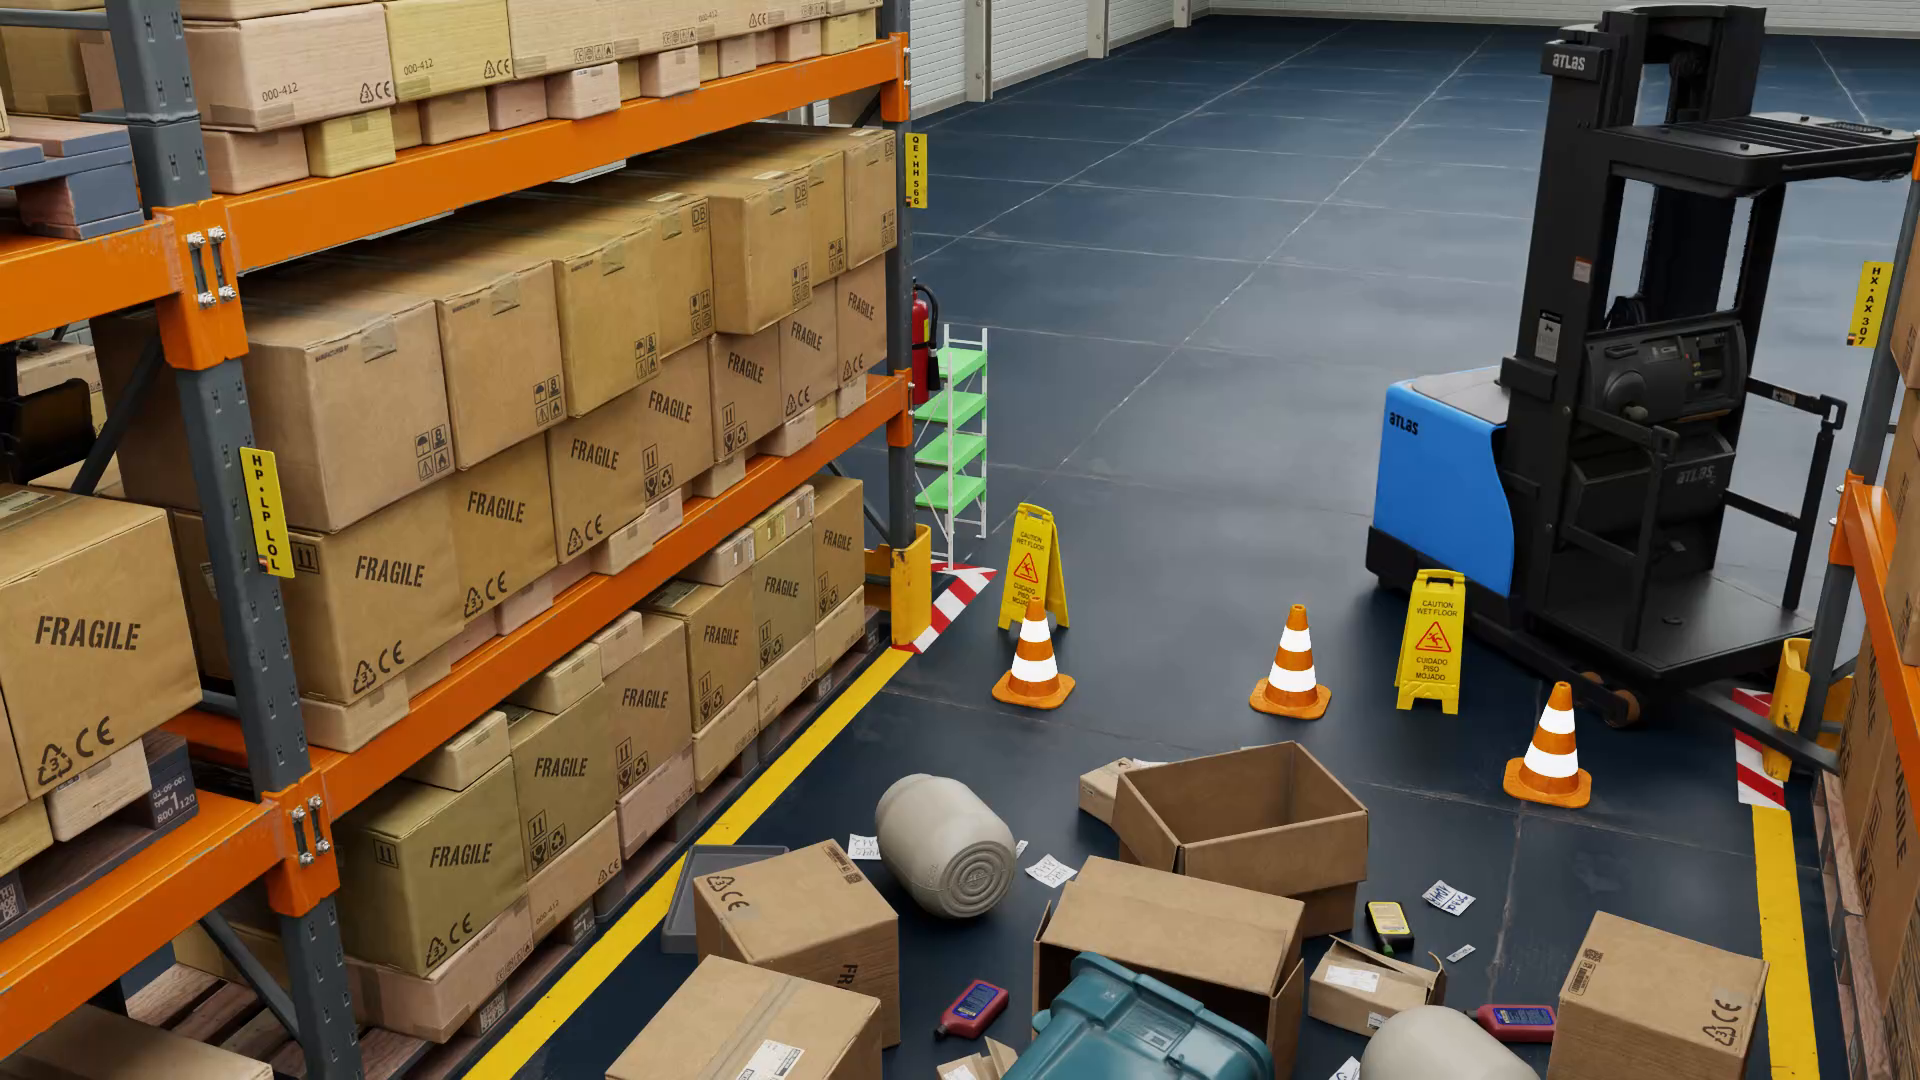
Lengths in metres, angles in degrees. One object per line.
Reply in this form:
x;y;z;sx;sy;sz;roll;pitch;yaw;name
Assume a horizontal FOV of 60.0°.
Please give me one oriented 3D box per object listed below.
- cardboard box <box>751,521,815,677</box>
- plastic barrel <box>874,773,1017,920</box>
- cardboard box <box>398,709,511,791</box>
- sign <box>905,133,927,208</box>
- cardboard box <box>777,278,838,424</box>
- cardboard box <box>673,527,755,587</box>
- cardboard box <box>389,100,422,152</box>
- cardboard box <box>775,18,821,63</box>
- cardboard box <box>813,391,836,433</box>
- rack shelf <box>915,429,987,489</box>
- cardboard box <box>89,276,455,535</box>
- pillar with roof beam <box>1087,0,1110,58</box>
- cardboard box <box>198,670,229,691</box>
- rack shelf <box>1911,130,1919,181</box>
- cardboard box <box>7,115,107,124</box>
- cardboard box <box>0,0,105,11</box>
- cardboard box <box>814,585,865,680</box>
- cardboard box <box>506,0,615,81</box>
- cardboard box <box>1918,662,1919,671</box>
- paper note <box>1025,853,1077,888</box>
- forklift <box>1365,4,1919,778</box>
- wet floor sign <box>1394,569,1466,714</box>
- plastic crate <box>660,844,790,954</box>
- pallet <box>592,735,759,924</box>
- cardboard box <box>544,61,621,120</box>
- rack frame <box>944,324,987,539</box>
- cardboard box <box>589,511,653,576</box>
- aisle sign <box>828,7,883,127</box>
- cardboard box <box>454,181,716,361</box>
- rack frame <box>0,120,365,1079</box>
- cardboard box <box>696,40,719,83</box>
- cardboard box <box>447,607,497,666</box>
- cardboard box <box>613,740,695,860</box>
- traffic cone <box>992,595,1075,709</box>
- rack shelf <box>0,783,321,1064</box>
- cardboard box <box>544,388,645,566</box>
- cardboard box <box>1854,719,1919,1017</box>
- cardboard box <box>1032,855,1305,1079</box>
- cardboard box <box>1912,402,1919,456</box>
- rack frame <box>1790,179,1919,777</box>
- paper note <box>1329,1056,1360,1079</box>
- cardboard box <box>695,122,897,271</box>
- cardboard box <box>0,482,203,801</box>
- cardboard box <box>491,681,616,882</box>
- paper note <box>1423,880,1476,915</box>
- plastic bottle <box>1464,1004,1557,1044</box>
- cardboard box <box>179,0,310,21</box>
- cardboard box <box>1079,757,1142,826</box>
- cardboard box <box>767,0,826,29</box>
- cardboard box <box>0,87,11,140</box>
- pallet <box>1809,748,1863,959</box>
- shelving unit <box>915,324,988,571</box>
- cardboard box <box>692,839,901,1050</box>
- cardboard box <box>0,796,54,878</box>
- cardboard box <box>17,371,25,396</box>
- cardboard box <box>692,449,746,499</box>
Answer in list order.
-0.947;0.201;6.927;0.500;0.500;0.500;10;25;22;cardboard box
-0.062;1.105;6.055;0.421;0.421;0.512;-12;25;-26;plastic barrel
-1.615;0.613;5.099;0.380;0.149;0.250;9;24;21;cardboard box
-0.193;-1.633;7.355;0.100;0.325;0.005;9;24;20;sign
-0.837;-0.811;6.783;0.500;0.500;0.500;9;24;20;cardboard box
-1.026;0.039;6.473;0.380;0.149;0.250;10;25;22;cardboard box
-1.704;-1.143;4.528;0.380;0.149;0.250;9;24;20;cardboard box
-0.766;-1.956;6.475;0.380;0.149;0.250;10;25;22;cardboard box
-0.747;-0.564;7.034;0.380;0.149;0.250;8;24;19;cardboard box
-0.061;-0.436;8.902;0.258;0.148;0.480;9;24;20;rack shelf
-1.822;-0.379;4.453;0.700;0.500;0.500;9;24;20;cardboard box
6.506;-12.369;27.186;9.100;9.000;0.400;9;24;20;pillar with roof beam
-2.350;0.349;4.848;0.380;0.149;0.250;9;24;20;cardboard box
3.190;-0.703;4.083;1.077;0.370;4.000;9;24;20;rack shelf
-2.353;-1.033;4.265;0.380;0.149;0.250;9;24;20;cardboard box
-2.271;-1.389;4.082;0.380;0.149;0.250;9;24;21;cardboard box
-0.760;0.372;7.490;0.500;0.250;0.500;9;24;20;cardboard box
-1.388;-1.542;4.966;0.500;0.250;0.500;9;24;21;cardboard box
3.170;0.281;4.490;0.875;0.550;0.500;9;24;20;cardboard box
0.342;1.242;6.253;0.148;0.019;0.142;19;29;38;paper note
3.219;-0.722;7.175;1.130;2.935;3.031;-10;25;-23;forklift
2.105;0.426;7.394;0.267;0.644;0.232;5;23;11;wet floor sign
-0.842;1.295;6.046;0.402;0.080;0.583;1;23;2;plastic crate
-1.518;0.995;6.593;1.003;0.211;1.213;9;24;20;pallet
-1.283;-1.401;5.147;0.380;0.149;0.250;8;24;19;cardboard box
0.029;-0.582;9.086;0.240;1.200;0.015;9;24;20;rack frame
-1.288;-0.015;5.721;0.380;0.149;0.250;9;24;20;cardboard box
-0.408;-2.220;7.299;0.394;0.787;0.004;9;24;20;aisle sign
-1.291;-0.934;5.782;0.700;0.500;0.500;9;24;20;cardboard box
-2.186;0.392;4.420;1.000;3.000;0.127;9;24;20;rack frame
-1.075;-1.686;5.828;0.380;0.149;0.250;8;24;19;cardboard box
-1.656;0.244;5.100;0.380;0.149;0.250;9;24;20;cardboard box
-1.334;0.912;6.198;0.500;0.250;0.500;8;24;19;cardboard box
0.337;0.470;7.525;0.336;0.463;0.334;9;24;20;traffic cone
-2.929;1.440;2.845;1.077;0.370;4.000;9;24;20;rack shelf
-1.401;-0.270;5.488;0.500;0.500;0.500;9;24;20;cardboard box
3.417;0.987;5.207;0.875;0.875;0.875;8;24;19;cardboard box
0.658;1.377;5.125;0.797;0.637;0.503;9;24;20;cardboard box
3.306;-0.416;4.759;0.875;0.550;0.550;9;24;20;cardboard box
3.933;-0.367;6.236;1.000;3.000;0.127;9;24;20;rack frame
1.252;1.690;5.174;0.172;0.023;0.155;19;29;38;paper note
-0.688;-1.470;7.065;0.700;0.500;0.500;8;24;19;cardboard box
-2.145;0.213;3.788;0.500;0.500;0.500;8;24;19;cardboard box
-1.529;0.755;5.600;0.500;0.500;0.500;10;25;22;cardboard box
1.789;1.307;6.083;0.144;0.017;0.142;19;29;38;paper note
1.794;1.572;5.406;0.283;0.061;0.133;1;23;2;plastic bottle
-1.766;-1.310;3.894;0.380;0.149;0.250;8;24;19;cardboard box
0.688;1.034;6.581;0.250;0.149;0.380;-17;28;-35;cardboard box
-0.841;-2.092;6.283;0.500;0.250;0.500;8;24;19;cardboard box
-2.269;-0.887;3.239;0.500;0.250;0.500;8;24;19;cardboard box
3.708;1.217;6.062;1.003;0.211;1.213;9;24;20;pallet
-0.061;-0.494;8.877;0.258;1.200;0.503;9;24;20;shelving unit
-0.525;1.356;5.352;0.500;0.500;0.500;-12;25;-26;cardboard box
-2.236;0.630;3.632;0.380;0.149;0.250;8;24;18;cardboard box
-5.376;-0.742;8.860;0.500;0.250;0.500;9;24;21;cardboard box
-1.051;-0.291;6.381;0.380;0.149;0.250;9;24;20;cardboard box
